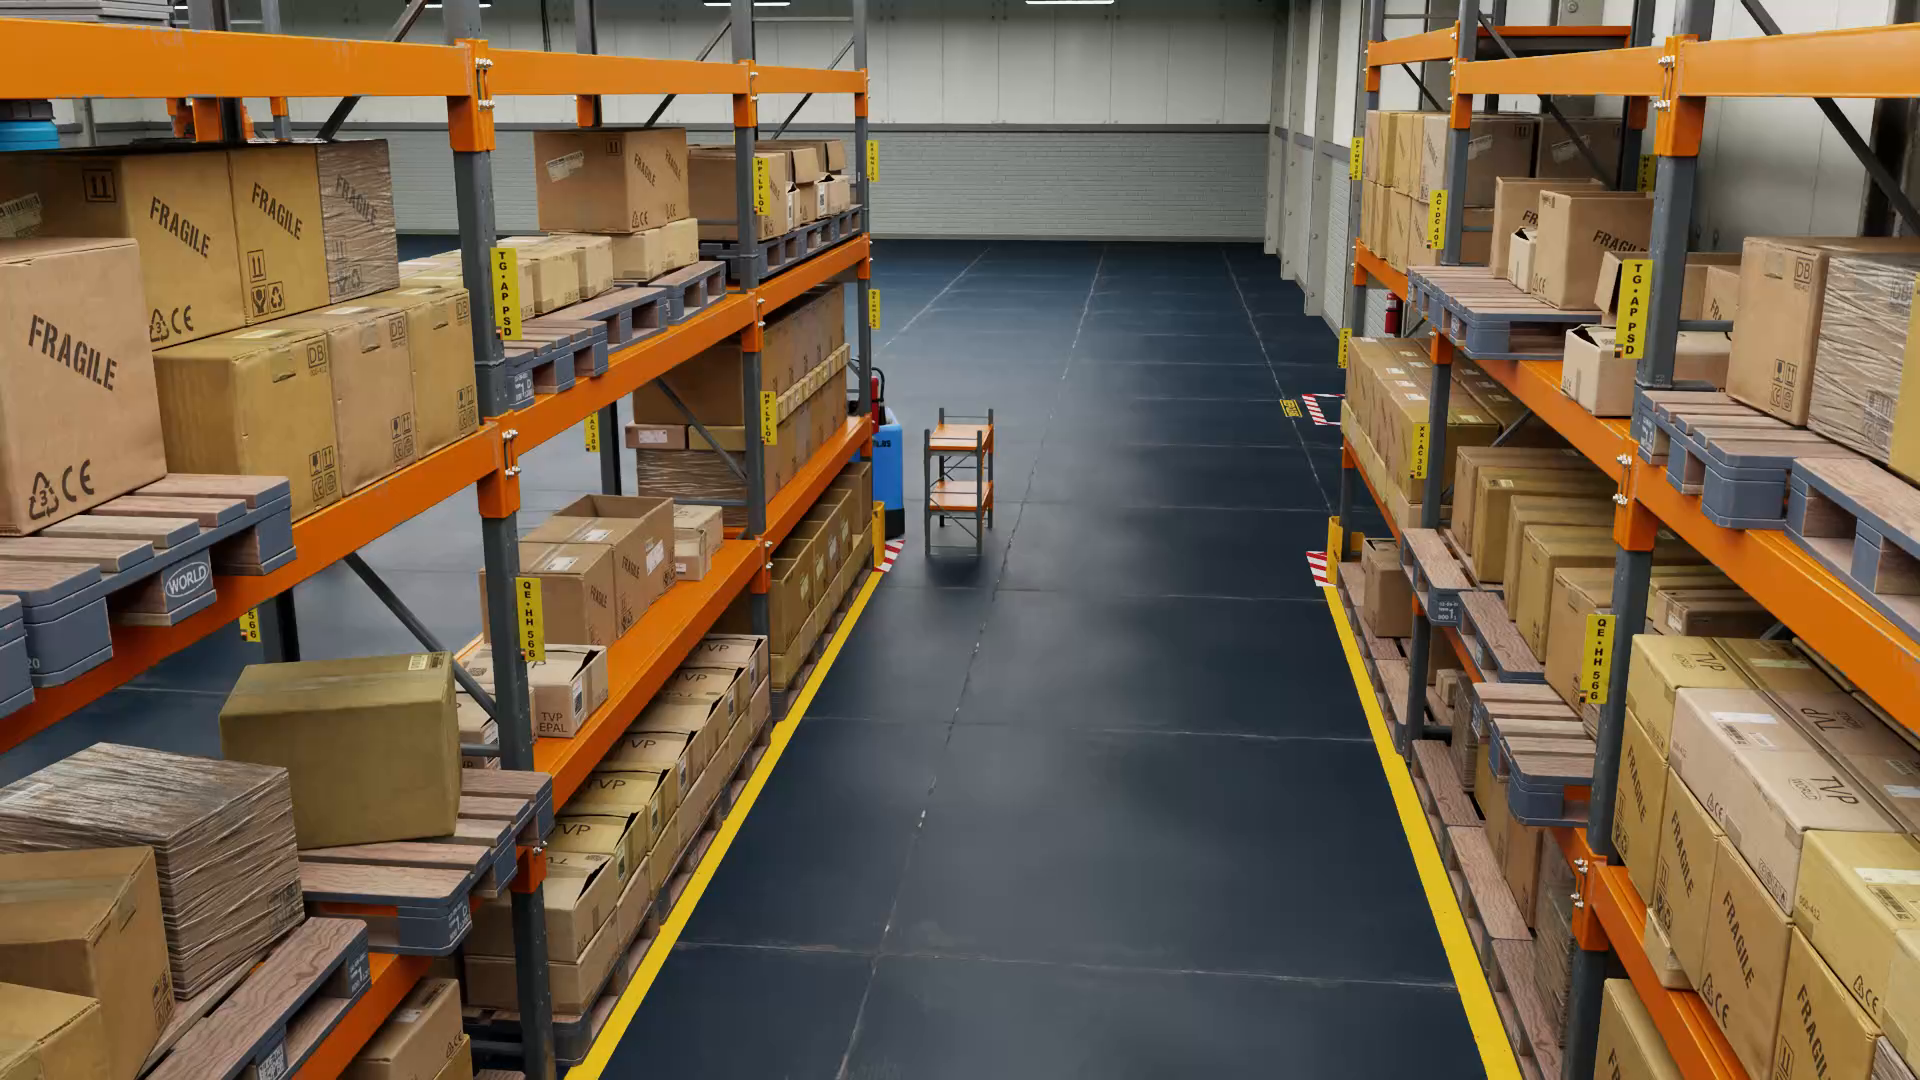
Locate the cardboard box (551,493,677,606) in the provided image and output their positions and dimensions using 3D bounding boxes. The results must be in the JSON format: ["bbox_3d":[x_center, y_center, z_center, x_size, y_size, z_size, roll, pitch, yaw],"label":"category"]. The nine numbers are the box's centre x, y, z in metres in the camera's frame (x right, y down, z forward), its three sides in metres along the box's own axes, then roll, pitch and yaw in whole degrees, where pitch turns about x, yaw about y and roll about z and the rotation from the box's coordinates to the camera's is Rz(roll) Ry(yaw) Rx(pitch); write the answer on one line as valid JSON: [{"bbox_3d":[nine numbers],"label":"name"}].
[{"bbox_3d":[-1.866,0.056,9.015,0.500,0.500,0.500,3,15,10],"label":"cardboard box"}]

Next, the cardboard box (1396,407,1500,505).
[{"bbox_3d":[2.965,-0.517,10.139,0.500,0.500,0.500,2,15,6],"label":"cardboard box"}]

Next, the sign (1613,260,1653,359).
[{"bbox_3d":[2.229,-0.762,5.498,0.100,0.325,0.005,2,15,6],"label":"sign"}]

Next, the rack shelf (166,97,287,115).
[{"bbox_3d":[-6.399,-3.252,12.093,1.077,0.370,4.000,2,15,6],"label":"rack shelf"}]

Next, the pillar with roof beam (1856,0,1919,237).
[{"bbox_3d":[-0.504,-2.383,6.734,9.100,9.000,0.400,2,15,6],"label":"pillar with roof beam"}]

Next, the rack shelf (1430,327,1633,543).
[{"bbox_3d":[2.993,-0.668,7.516,1.077,0.370,4.000,2,15,6],"label":"rack shelf"}]

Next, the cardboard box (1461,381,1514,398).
[{"bbox_3d":[3.603,-0.764,11.053,0.500,0.500,0.500,2,15,8],"label":"cardboard box"}]

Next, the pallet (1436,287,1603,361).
[{"bbox_3d":[2.930,-1.017,7.790,1.213,0.211,1.003,2,15,6],"label":"pallet"}]

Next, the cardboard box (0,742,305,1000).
[{"bbox_3d":[-2.407,0.954,4.891,0.700,0.500,0.500,5,16,17],"label":"cardboard box"}]

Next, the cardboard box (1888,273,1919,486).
[{"bbox_3d":[2.687,-0.347,3.919,0.700,0.500,0.500,2,15,9],"label":"cardboard box"}]

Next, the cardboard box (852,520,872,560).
[{"bbox_3d":[-1.019,0.004,13.863,0.500,0.250,0.500,2,15,6],"label":"cardboard box"}]

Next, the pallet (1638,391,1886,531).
[{"bbox_3d":[2.748,-0.237,4.905,1.213,0.211,1.003,2,15,9],"label":"pallet"}]

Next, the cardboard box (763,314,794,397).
[{"bbox_3d":[-1.547,-1.281,11.477,0.700,0.500,0.500,2,15,6],"label":"cardboard box"}]

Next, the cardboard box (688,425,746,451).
[{"bbox_3d":[-1.481,-0.656,10.407,0.380,0.149,0.250,2,15,6],"label":"cardboard box"}]

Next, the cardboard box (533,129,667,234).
[{"bbox_3d":[-1.853,-1.864,8.608,0.500,0.500,0.500,3,15,12],"label":"cardboard box"}]

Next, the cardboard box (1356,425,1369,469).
[{"bbox_3d":[3.192,-0.676,12.165,0.500,0.250,0.500,1,15,5],"label":"cardboard box"}]

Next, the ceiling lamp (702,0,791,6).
[{"bbox_3d":[-4.822,-13.771,37.667,2.000,3.185,0.800,2,15,6],"label":"ceiling lamp"}]

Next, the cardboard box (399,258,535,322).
[{"bbox_3d":[-2.118,-1.027,6.951,0.500,0.250,0.500,2,15,8],"label":"cardboard box"}]

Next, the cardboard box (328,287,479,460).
[{"bbox_3d":[-2.171,-0.575,5.605,0.910,0.500,0.500,2,15,6],"label":"cardboard box"}]

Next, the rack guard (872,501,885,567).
[{"bbox_3d":[-1.249,-0.068,14.454,1.175,0.500,0.348,2,15,6],"label":"rack guard"}]

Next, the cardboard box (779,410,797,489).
[{"bbox_3d":[-1.546,-0.661,11.669,0.700,0.500,0.500,2,15,7],"label":"cardboard box"}]

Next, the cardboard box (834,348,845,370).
[{"bbox_3d":[-1.134,-1.457,13.369,0.380,0.149,0.250,2,15,8],"label":"cardboard box"}]

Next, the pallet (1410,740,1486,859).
[{"bbox_3d":[3.133,1.462,9.349,1.003,0.211,1.213,2,15,6],"label":"pallet"}]

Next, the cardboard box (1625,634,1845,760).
[{"bbox_3d":[2.457,0.506,5.308,0.500,0.250,0.500,2,15,8],"label":"cardboard box"}]

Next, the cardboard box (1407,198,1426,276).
[{"bbox_3d":[3.100,-1.861,10.320,0.500,0.500,0.500,0,15,2],"label":"cardboard box"}]

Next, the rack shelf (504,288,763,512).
[{"bbox_3d":[-1.929,-0.813,8.052,1.077,0.370,4.000,2,15,6],"label":"rack shelf"}]

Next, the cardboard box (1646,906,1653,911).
[{"bbox_3d":[2.463,1.207,5.395,0.380,0.149,0.250,2,15,7],"label":"cardboard box"}]

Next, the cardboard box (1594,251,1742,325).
[{"bbox_3d":[3.006,-0.889,6.721,0.797,0.503,0.637,4,16,14],"label":"cardboard box"}]

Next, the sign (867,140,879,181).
[{"bbox_3d":[-0.714,-3.086,13.536,0.100,0.325,0.005,2,15,6],"label":"sign"}]

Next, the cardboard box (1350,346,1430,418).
[{"bbox_3d":[3.252,-1.180,12.590,0.500,0.500,0.500,2,15,6],"label":"cardboard box"}]

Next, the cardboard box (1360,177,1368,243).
[{"bbox_3d":[3.384,-2.550,12.868,0.500,0.500,0.500,2,15,8],"label":"cardboard box"}]

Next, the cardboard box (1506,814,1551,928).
[{"bbox_3d":[2.999,1.498,7.822,0.700,0.500,0.500,2,15,6],"label":"cardboard box"}]

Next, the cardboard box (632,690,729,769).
[{"bbox_3d":[-1.575,1.001,9.101,0.500,0.311,0.500,2,15,6],"label":"cardboard box"}]

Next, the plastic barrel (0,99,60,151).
[{"bbox_3d":[-6.406,-2.525,11.243,0.600,0.901,0.708,2,15,6],"label":"plastic barrel"}]

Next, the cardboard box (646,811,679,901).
[{"bbox_3d":[-1.695,1.539,8.188,0.500,0.250,0.500,1,15,5],"label":"cardboard box"}]

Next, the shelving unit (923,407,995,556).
[{"bbox_3d":[-0.001,-0.541,15.009,0.538,1.125,1.048,2,15,6],"label":"shelving unit"}]

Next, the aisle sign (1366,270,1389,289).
[{"bbox_3d":[3.380,-2.406,13.331,0.394,0.787,0.004,2,15,6],"label":"aisle sign"}]

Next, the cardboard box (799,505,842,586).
[{"bbox_3d":[-1.173,0.032,12.324,0.500,0.500,0.500,2,15,6],"label":"cardboard box"}]

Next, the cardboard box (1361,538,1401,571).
[{"bbox_3d":[3.503,0.139,13.209,0.500,0.311,0.500,0,15,0],"label":"cardboard box"}]

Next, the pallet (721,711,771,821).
[{"bbox_3d":[-1.748,1.308,9.921,1.003,0.211,1.213,2,15,6],"label":"pallet"}]

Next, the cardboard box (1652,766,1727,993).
[{"bbox_3d":[2.390,1.004,4.902,0.500,0.500,0.500,2,15,8],"label":"cardboard box"}]

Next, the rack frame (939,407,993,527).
[{"bbox_3d":[0.057,-0.673,15.496,0.500,1.125,0.032,2,15,6],"label":"rack frame"}]

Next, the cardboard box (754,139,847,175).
[{"bbox_3d":[-1.321,-2.887,13.076,0.797,0.503,0.637,3,15,10],"label":"cardboard box"}]

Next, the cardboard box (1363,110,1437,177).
[{"bbox_3d":[3.386,-3.019,12.688,0.500,0.500,0.500,1,15,2],"label":"cardboard box"}]

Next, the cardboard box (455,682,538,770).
[{"bbox_3d":[-2.070,0.757,6.787,0.500,0.311,0.500,3,15,10],"label":"cardboard box"}]

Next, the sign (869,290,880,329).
[{"bbox_3d":[-0.714,-1.922,13.851,0.100,0.325,0.005,2,15,6],"label":"sign"}]

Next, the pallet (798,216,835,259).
[{"bbox_3d":[-1.493,-2.173,11.876,1.003,0.211,1.213,2,15,6],"label":"pallet"}]

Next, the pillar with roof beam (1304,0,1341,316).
[{"bbox_3d":[2.205,-8.607,29.754,9.100,9.000,0.400,2,15,6],"label":"pillar with roof beam"}]

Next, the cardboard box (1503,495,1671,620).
[{"bbox_3d":[3.014,0.101,8.007,0.700,0.500,0.500,4,16,14],"label":"cardboard box"}]

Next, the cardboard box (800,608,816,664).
[{"bbox_3d":[-1.288,0.653,11.463,0.500,0.250,0.500,2,15,6],"label":"cardboard box"}]

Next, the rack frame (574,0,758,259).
[{"bbox_3d":[-1.703,-3.127,9.485,1.000,3.000,0.127,2,15,6],"label":"rack frame"}]

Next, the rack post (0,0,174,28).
[{"bbox_3d":[-6.361,-3.771,12.013,0.937,0.300,0.954,1,15,5],"label":"rack post"}]

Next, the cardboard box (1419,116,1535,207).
[{"bbox_3d":[3.006,-2.212,9.705,0.500,0.500,0.500,0,15,1],"label":"cardboard box"}]

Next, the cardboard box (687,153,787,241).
[{"bbox_3d":[-1.385,-2.120,10.245,0.500,0.500,0.500,3,15,11],"label":"cardboard box"}]

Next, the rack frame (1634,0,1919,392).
[{"bbox_3d":[2.768,-1.944,5.113,1.000,3.000,0.127,2,15,6],"label":"rack frame"}]

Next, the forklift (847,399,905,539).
[{"bbox_3d":[-2.066,-1.466,14.968,3.031,2.935,1.130,-2,15,-8],"label":"forklift"}]

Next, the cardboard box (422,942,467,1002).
[{"bbox_3d":[-2.338,1.788,7.267,0.500,0.250,0.500,2,15,8],"label":"cardboard box"}]

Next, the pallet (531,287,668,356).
[{"bbox_3d":[-2.044,-1.019,7.798,1.003,0.211,1.213,2,15,9],"label":"pallet"}]

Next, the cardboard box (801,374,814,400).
[{"bbox_3d":[-1.279,-1.122,12.132,0.380,0.149,0.250,1,15,5],"label":"cardboard box"}]
